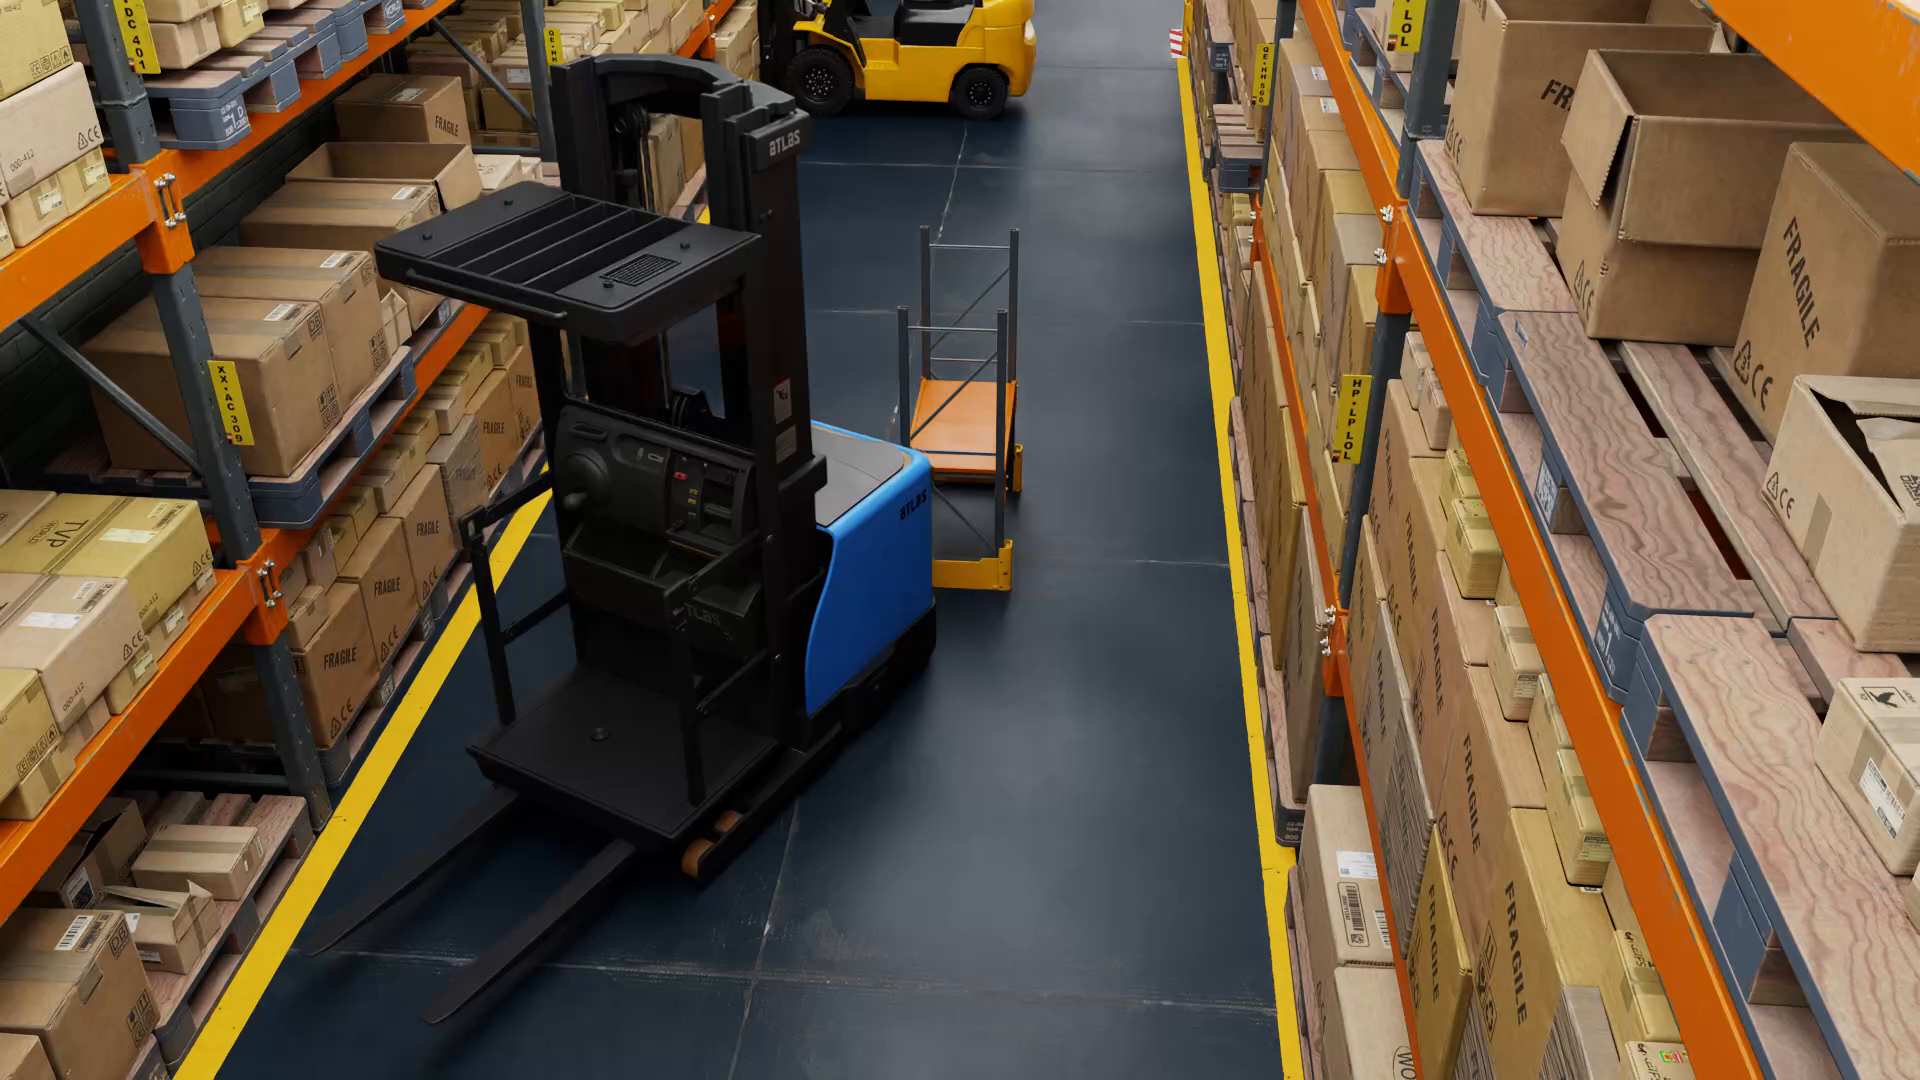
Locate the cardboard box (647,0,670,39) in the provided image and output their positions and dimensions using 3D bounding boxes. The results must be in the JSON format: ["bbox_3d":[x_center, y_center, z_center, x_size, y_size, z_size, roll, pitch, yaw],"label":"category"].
[{"bbox_3d":[-2.322,-3.659,11.494,0.500,0.250,0.500,3,32,5],"label":"cardboard box"}]

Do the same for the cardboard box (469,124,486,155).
[{"bbox_3d":[-2.998,-2.404,9.935,0.500,0.250,0.500,2,32,3],"label":"cardboard box"}]

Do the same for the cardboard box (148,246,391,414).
[{"bbox_3d":[-2.801,-0.866,6.800,0.700,0.500,0.500,3,32,5],"label":"cardboard box"}]

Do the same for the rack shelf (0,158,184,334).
[{"bbox_3d":[-3.269,-0.055,3.807,1.077,0.370,4.000,2,32,4],"label":"rack shelf"}]

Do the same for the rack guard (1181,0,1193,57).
[{"bbox_3d":[2.813,-5.091,16.535,1.175,0.500,0.348,2,32,4],"label":"rack guard"}]

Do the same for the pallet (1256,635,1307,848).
[{"bbox_3d":[1.829,0.860,7.153,1.003,0.211,1.213,2,32,4],"label":"pallet"}]

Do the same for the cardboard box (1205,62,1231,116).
[{"bbox_3d":[2.274,-3.752,13.485,0.500,0.500,0.500,2,32,3],"label":"cardboard box"}]

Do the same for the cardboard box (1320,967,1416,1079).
[{"bbox_3d":[1.611,1.784,5.039,0.875,0.438,0.875,2,32,3],"label":"cardboard box"}]

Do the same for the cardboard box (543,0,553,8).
[{"bbox_3d":[-2.850,-3.523,10.894,0.380,0.149,0.250,3,32,5],"label":"cardboard box"}]

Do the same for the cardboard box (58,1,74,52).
[{"bbox_3d":[-3.150,-1.683,5.507,0.380,0.149,0.250,2,32,4],"label":"cardboard box"}]

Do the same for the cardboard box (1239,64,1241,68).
[{"bbox_3d":[2.007,-3.079,10.726,0.380,0.149,0.250,1,32,2],"label":"cardboard box"}]

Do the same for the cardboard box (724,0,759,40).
[{"bbox_3d":[-2.022,-4.515,14.484,0.500,0.250,0.500,3,32,6],"label":"cardboard box"}]

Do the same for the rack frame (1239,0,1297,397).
[{"bbox_3d":[2.167,-2.012,9.156,1.000,3.000,0.127,2,32,4],"label":"rack frame"}]

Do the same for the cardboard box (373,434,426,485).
[{"bbox_3d":[-2.768,-0.383,7.876,0.380,0.149,0.250,4,32,6],"label":"cardboard box"}]

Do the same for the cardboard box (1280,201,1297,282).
[{"bbox_3d":[1.784,-1.376,7.791,0.500,0.250,0.500,2,32,4],"label":"cardboard box"}]

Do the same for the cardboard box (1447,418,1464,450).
[{"bbox_3d":[1.574,-0.240,4.615,0.380,0.149,0.250,2,32,3],"label":"cardboard box"}]

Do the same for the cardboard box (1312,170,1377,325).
[{"bbox_3d":[1.723,-1.168,6.738,0.500,0.500,0.500,3,32,5],"label":"cardboard box"}]

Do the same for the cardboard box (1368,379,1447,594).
[{"bbox_3d":[1.562,-0.150,5.086,0.500,0.500,0.500,3,32,4],"label":"cardboard box"}]

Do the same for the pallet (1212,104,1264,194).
[{"bbox_3d":[2.119,-2.307,9.818,1.213,0.211,1.003,2,32,4],"label":"pallet"}]

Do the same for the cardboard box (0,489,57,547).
[{"bbox_3d":[-3.415,0.054,5.662,0.500,0.250,0.500,2,32,3],"label":"cardboard box"}]

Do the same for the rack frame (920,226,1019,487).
[{"bbox_3d":[0.048,-0.949,8.860,0.500,1.500,0.032,2,32,4],"label":"rack frame"}]

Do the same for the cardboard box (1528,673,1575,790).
[{"bbox_3d":[1.435,0.425,3.535,0.380,0.149,0.250,3,32,6],"label":"cardboard box"}]

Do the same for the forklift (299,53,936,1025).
[{"bbox_3d":[-1.301,-0.181,6.250,1.130,2.935,3.031,17,36,26],"label":"forklift"}]

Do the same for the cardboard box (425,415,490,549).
[{"bbox_3d":[-2.715,-0.299,8.358,0.500,0.500,0.500,1,32,2],"label":"cardboard box"}]

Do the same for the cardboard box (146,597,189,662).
[{"bbox_3d":[-2.880,0.291,5.658,0.380,0.149,0.250,3,32,5],"label":"cardboard box"}]

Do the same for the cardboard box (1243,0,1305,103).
[{"bbox_3d":[1.958,-2.880,9.786,0.500,0.500,0.500,2,32,3],"label":"cardboard box"}]

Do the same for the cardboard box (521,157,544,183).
[{"bbox_3d":[-2.451,-1.934,8.868,0.380,0.149,0.250,3,32,5],"label":"cardboard box"}]

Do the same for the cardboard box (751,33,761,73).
[{"bbox_3d":[-2.016,-4.300,14.613,0.500,0.250,0.500,2,32,4],"label":"cardboard box"}]

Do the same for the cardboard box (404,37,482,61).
[{"bbox_3d":[-3.045,-2.861,9.820,0.380,0.149,0.250,3,32,5],"label":"cardboard box"}]

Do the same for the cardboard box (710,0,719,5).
[{"bbox_3d":[-2.158,-4.577,13.223,0.500,0.500,0.500,2,32,3],"label":"cardboard box"}]

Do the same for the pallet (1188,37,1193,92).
[{"bbox_3d":[2.711,-4.545,15.924,1.003,0.211,1.213,2,32,4],"label":"pallet"}]

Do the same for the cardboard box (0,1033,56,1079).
[{"bbox_3d":[-3.036,1.813,4.931,0.500,0.500,0.500,3,32,5],"label":"cardboard box"}]

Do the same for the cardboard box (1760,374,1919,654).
[{"bbox_3d":[1.688,-0.070,2.734,0.500,0.311,0.500,3,32,5],"label":"cardboard box"}]

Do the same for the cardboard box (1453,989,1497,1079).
[{"bbox_3d":[1.379,1.334,3.631,0.500,0.500,0.500,3,32,5],"label":"cardboard box"}]

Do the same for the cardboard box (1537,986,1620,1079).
[{"bbox_3d":[1.331,1.166,2.950,0.500,0.500,0.500,3,32,4],"label":"cardboard box"}]

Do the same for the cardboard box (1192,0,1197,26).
[{"bbox_3d":[2.476,-5.100,15.673,0.500,0.500,0.500,1,32,2],"label":"cardboard box"}]

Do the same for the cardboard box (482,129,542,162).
[{"bbox_3d":[-2.500,-2.380,9.895,0.500,0.250,0.500,3,32,4],"label":"cardboard box"}]

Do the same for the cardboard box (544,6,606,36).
[{"bbox_3d":[-2.445,-3.240,10.434,0.380,0.149,0.250,3,32,5],"label":"cardboard box"}]

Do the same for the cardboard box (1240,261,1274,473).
[{"bbox_3d":[2.028,-0.929,9.023,0.875,0.875,0.875,2,32,4],"label":"cardboard box"}]

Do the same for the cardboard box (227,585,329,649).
[{"bbox_3d":[-2.811,0.303,6.764,0.380,0.149,0.250,4,32,6],"label":"cardboard box"}]

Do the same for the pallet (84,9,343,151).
[{"bbox_3d":[-2.983,-1.665,5.913,1.213,0.211,1.003,2,32,4],"label":"pallet"}]

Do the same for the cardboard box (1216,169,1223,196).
[{"bbox_3d":[2.453,-2.889,12.684,0.950,0.372,0.625,3,32,5],"label":"cardboard box"}]

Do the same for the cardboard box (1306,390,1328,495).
[{"bbox_3d":[1.670,-0.368,6.631,0.500,0.250,0.500,2,32,3],"label":"cardboard box"}]

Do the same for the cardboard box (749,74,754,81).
[{"bbox_3d":[-2.059,-3.827,14.321,0.500,0.250,0.500,2,32,3],"label":"cardboard box"}]

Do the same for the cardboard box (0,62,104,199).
[{"bbox_3d":[-2.895,-1.207,4.850,0.500,0.250,0.500,3,32,4],"label":"cardboard box"}]

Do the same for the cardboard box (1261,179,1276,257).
[{"bbox_3d":[1.877,-1.703,8.797,0.500,0.250,0.500,2,32,3],"label":"cardboard box"}]

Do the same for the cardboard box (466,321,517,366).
[{"bbox_3d":[-2.625,-1.064,8.981,0.380,0.149,0.250,1,32,2],"label":"cardboard box"}]

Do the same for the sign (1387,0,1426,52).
[{"bbox_3d":[1.300,-1.569,4.786,0.100,0.325,0.005,2,32,4],"label":"sign"}]

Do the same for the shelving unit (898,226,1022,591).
[{"bbox_3d":[0.006,-0.678,8.421,0.587,1.500,1.083,2,32,4],"label":"shelving unit"}]

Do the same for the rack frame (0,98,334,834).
[{"bbox_3d":[-3.106,-0.130,6.103,1.000,3.000,0.127,2,32,4],"label":"rack frame"}]

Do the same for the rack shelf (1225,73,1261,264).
[{"bbox_3d":[2.330,-2.751,11.041,1.077,0.370,4.000,2,32,4],"label":"rack shelf"}]

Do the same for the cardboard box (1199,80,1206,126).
[{"bbox_3d":[2.307,-3.711,14.134,0.500,0.250,0.500,2,32,3],"label":"cardboard box"}]

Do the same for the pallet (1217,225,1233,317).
[{"bbox_3d":[2.334,-1.870,11.582,1.003,0.211,1.213,2,32,4],"label":"pallet"}]

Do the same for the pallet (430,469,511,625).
[{"bbox_3d":[-2.981,-0.010,8.565,1.003,0.211,1.213,2,32,4],"label":"pallet"}]
